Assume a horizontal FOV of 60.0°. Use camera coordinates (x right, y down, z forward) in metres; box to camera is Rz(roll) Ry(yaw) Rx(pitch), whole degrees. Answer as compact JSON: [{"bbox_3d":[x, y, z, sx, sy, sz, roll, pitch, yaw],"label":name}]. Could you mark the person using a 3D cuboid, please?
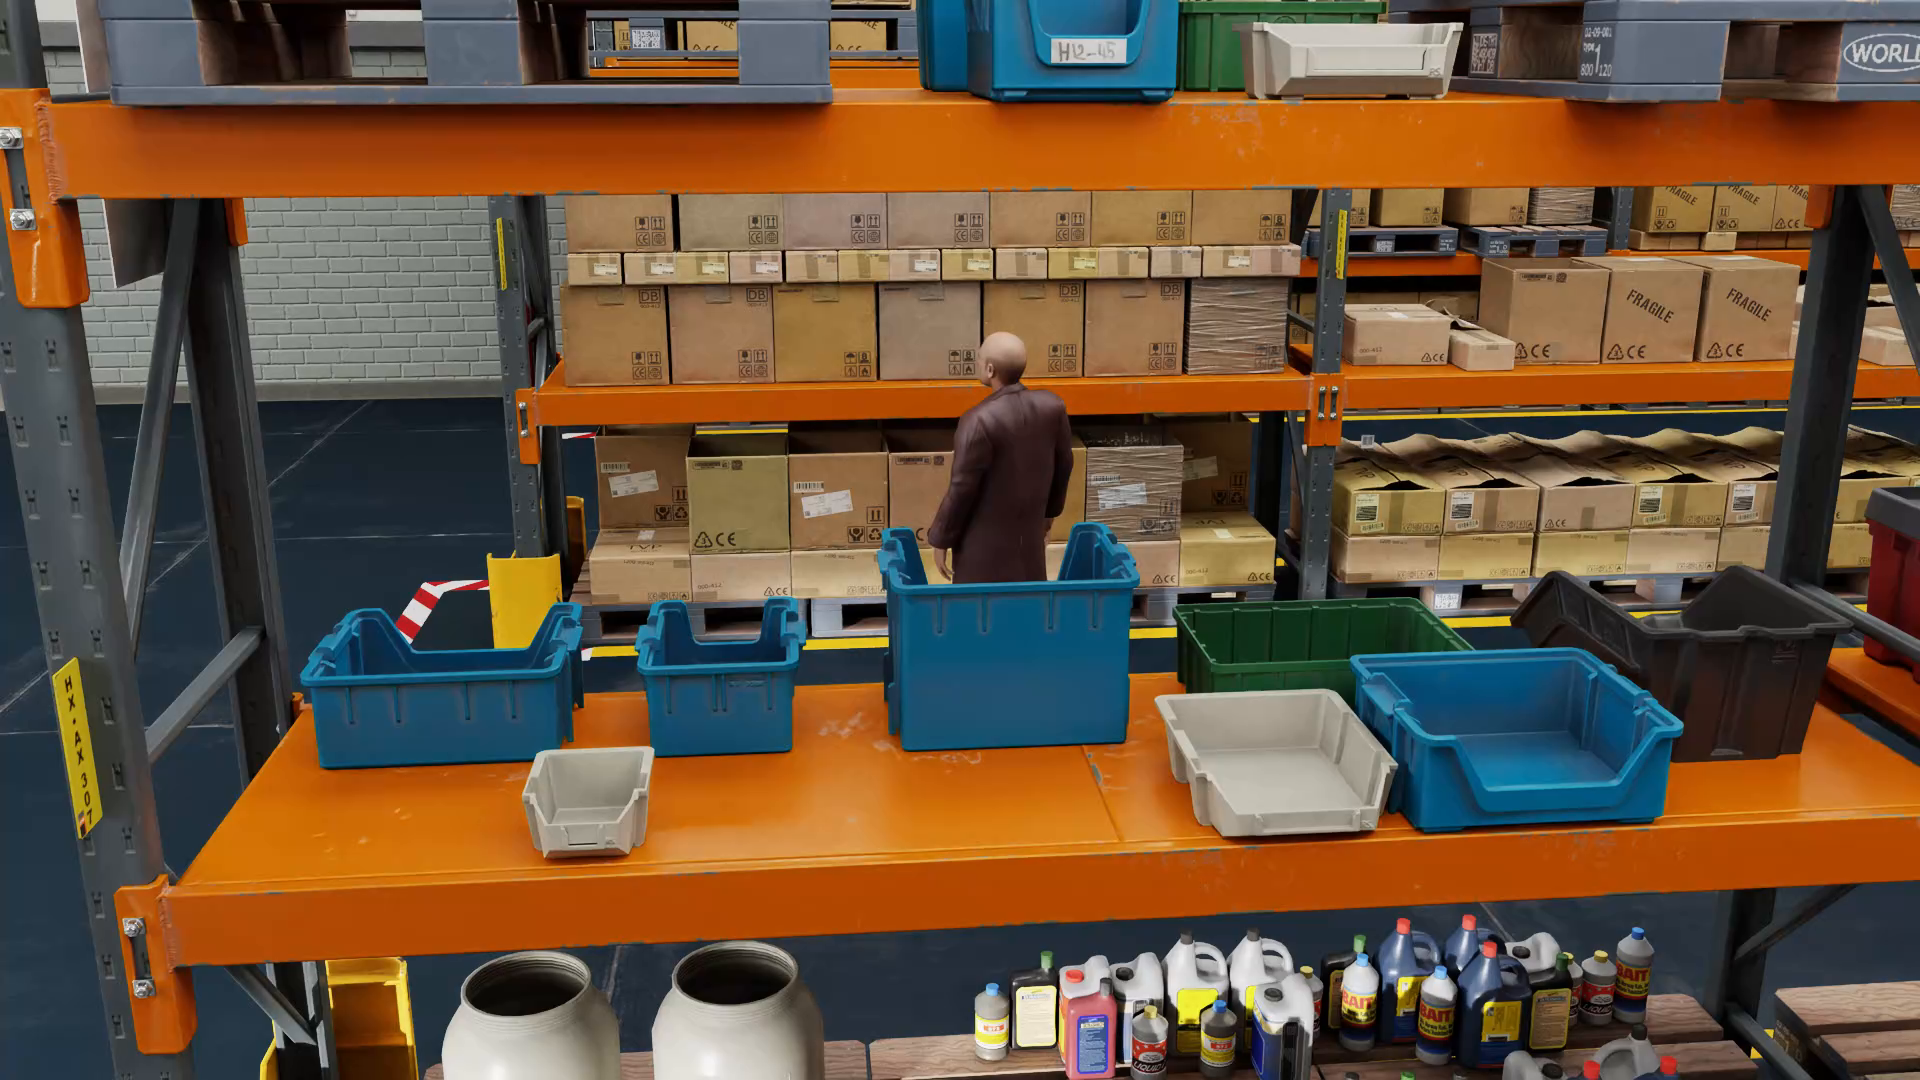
[{"bbox_3d":[0.111,-0.033,7.146,0.698,1.778,0.579,-12,20,-36],"label":"person"}]
